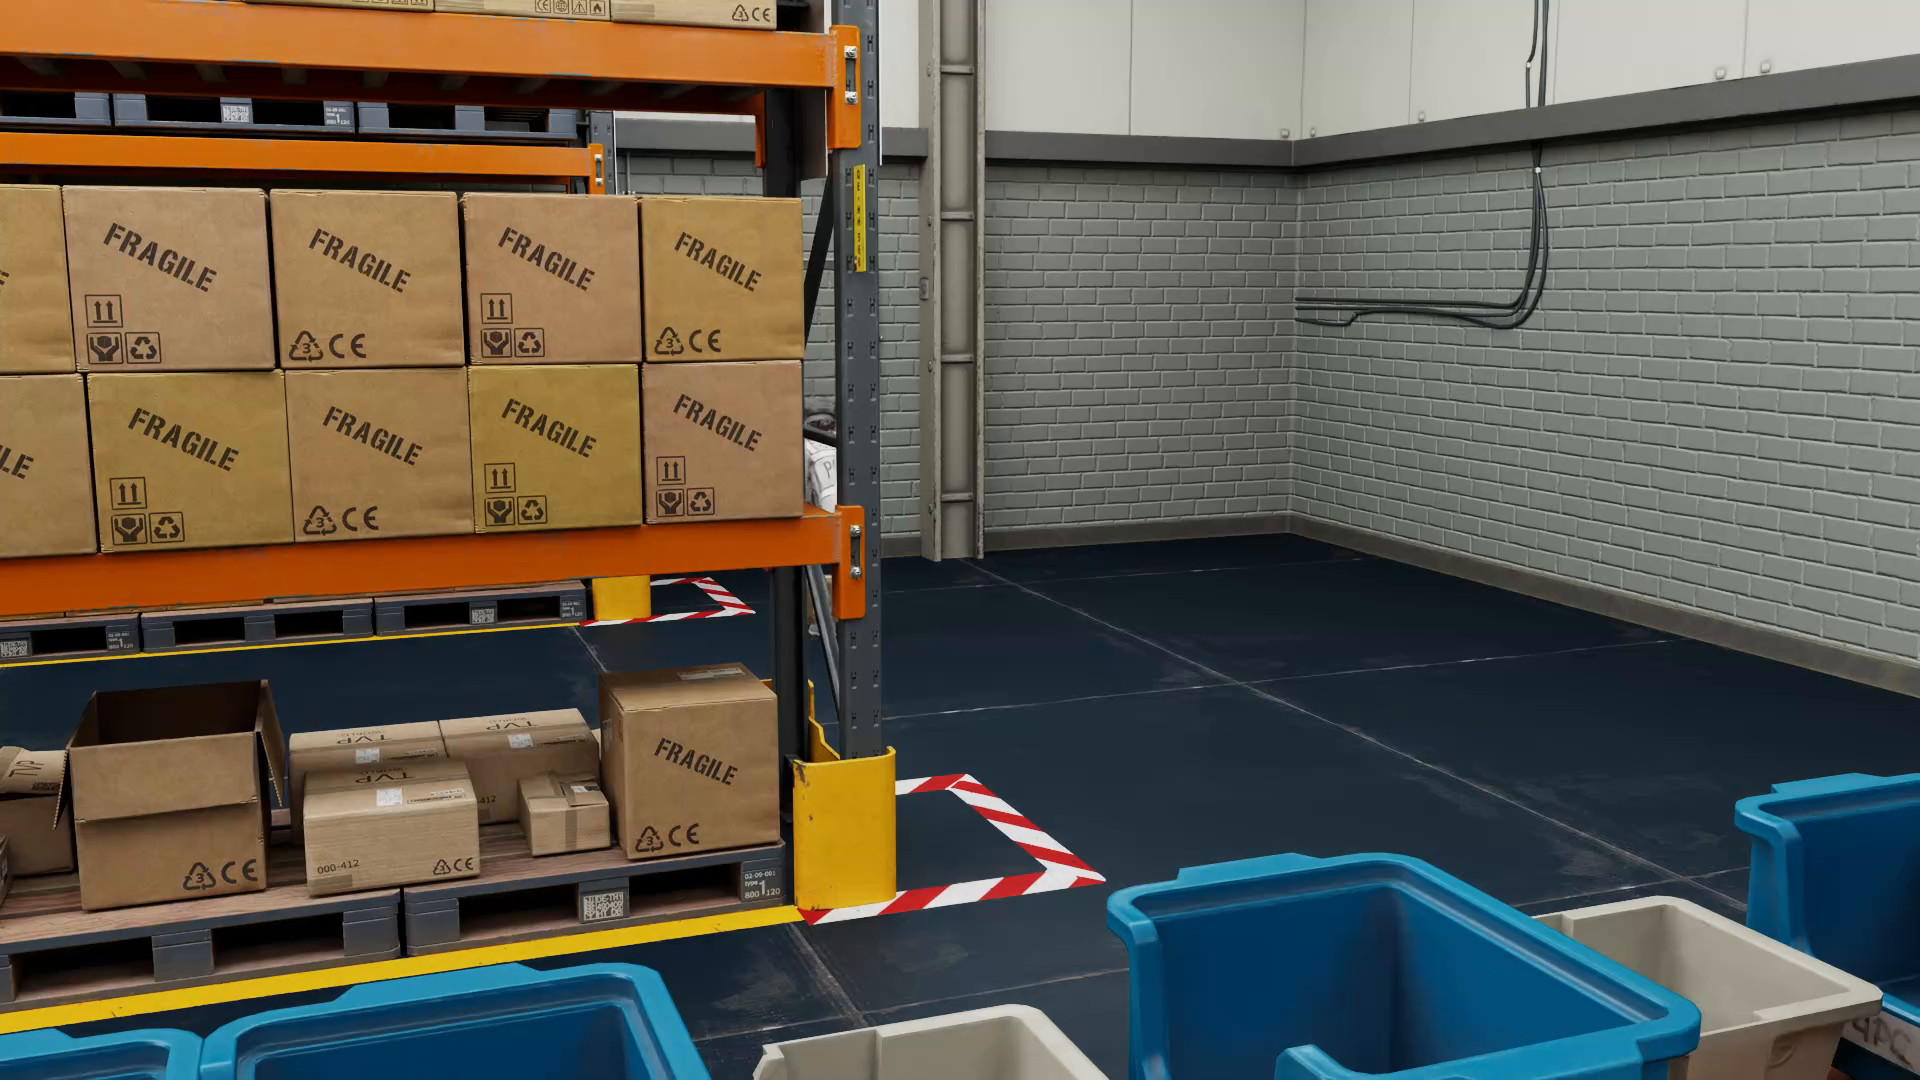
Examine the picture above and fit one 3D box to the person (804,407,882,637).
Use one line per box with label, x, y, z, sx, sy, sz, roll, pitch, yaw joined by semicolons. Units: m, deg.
person;-0.740;-0.102;9.635;0.534;1.320;0.739;-3;10;-21
